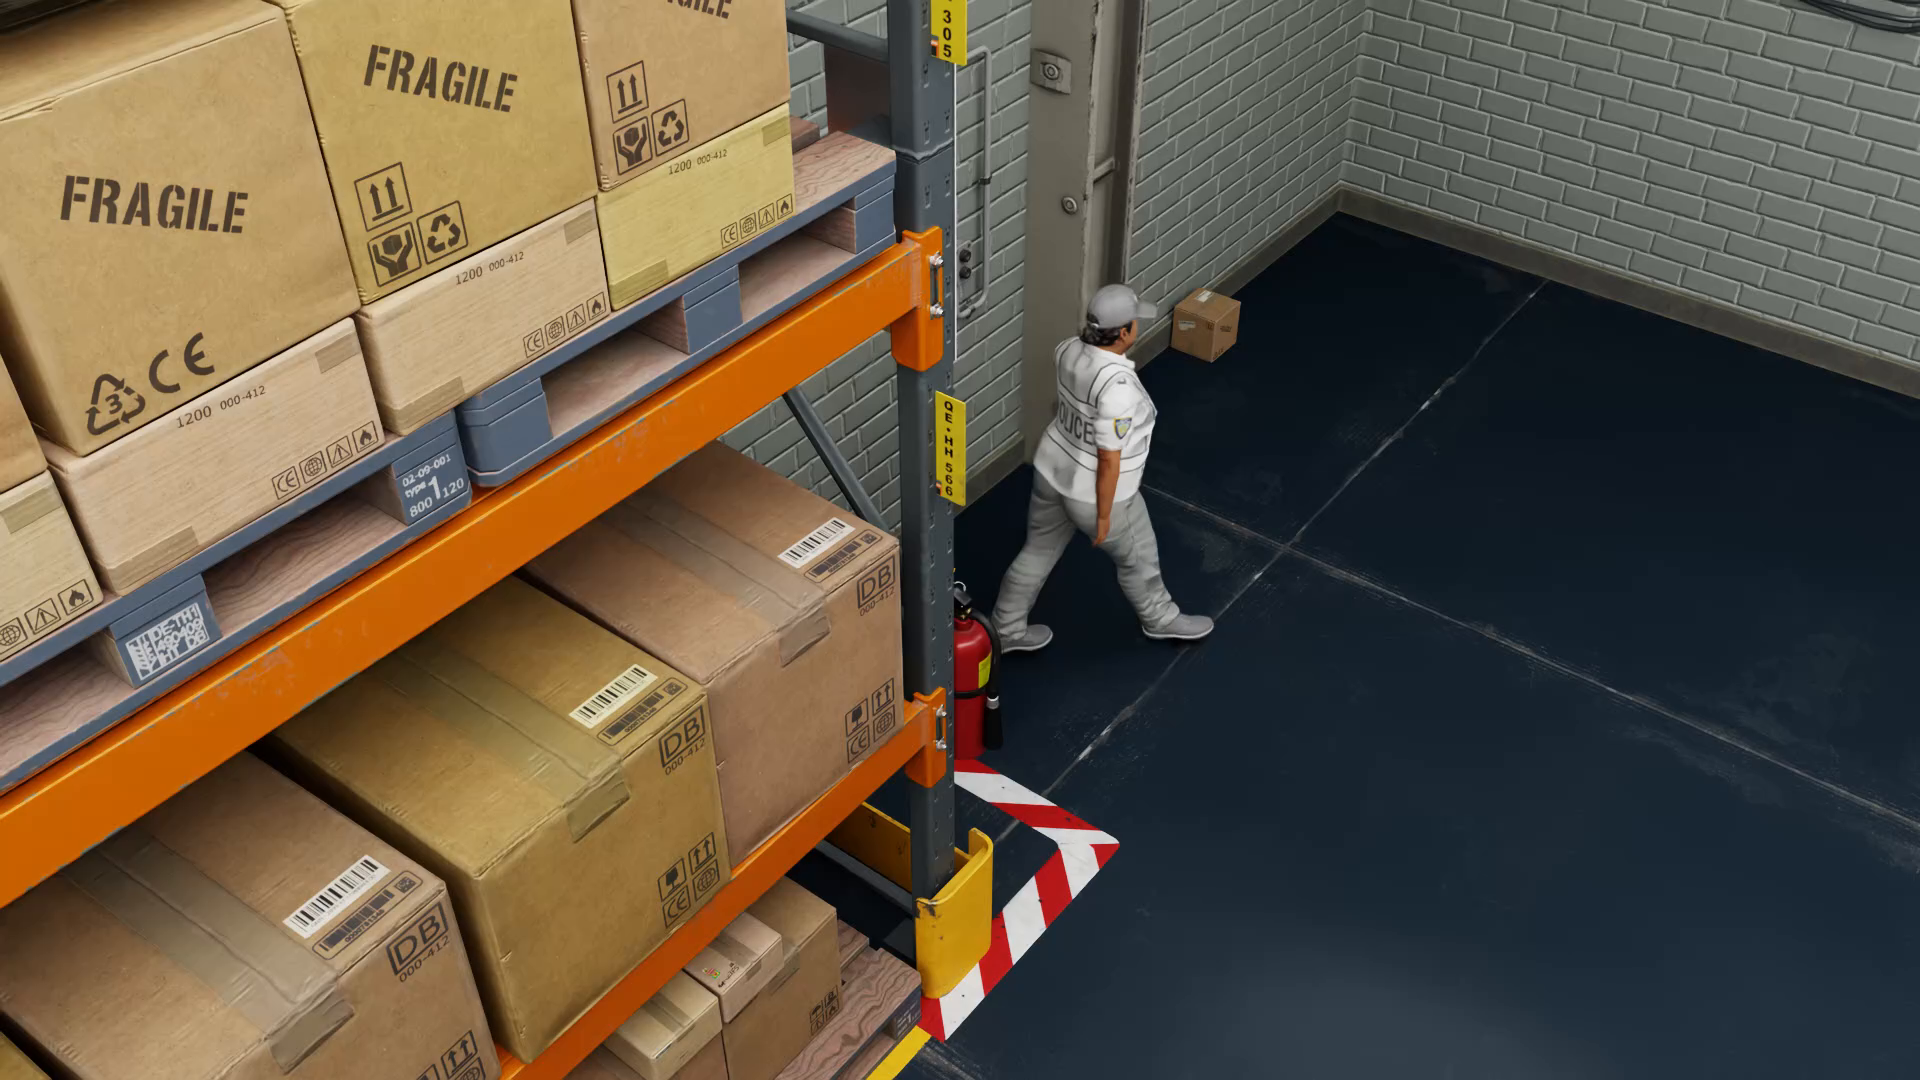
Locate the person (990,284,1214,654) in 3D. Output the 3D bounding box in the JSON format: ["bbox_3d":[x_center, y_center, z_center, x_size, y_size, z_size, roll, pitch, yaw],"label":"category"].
[{"bbox_3d":[0.550,-0.240,6.425,0.898,1.614,0.548,-20,43,-23],"label":"person"}]
